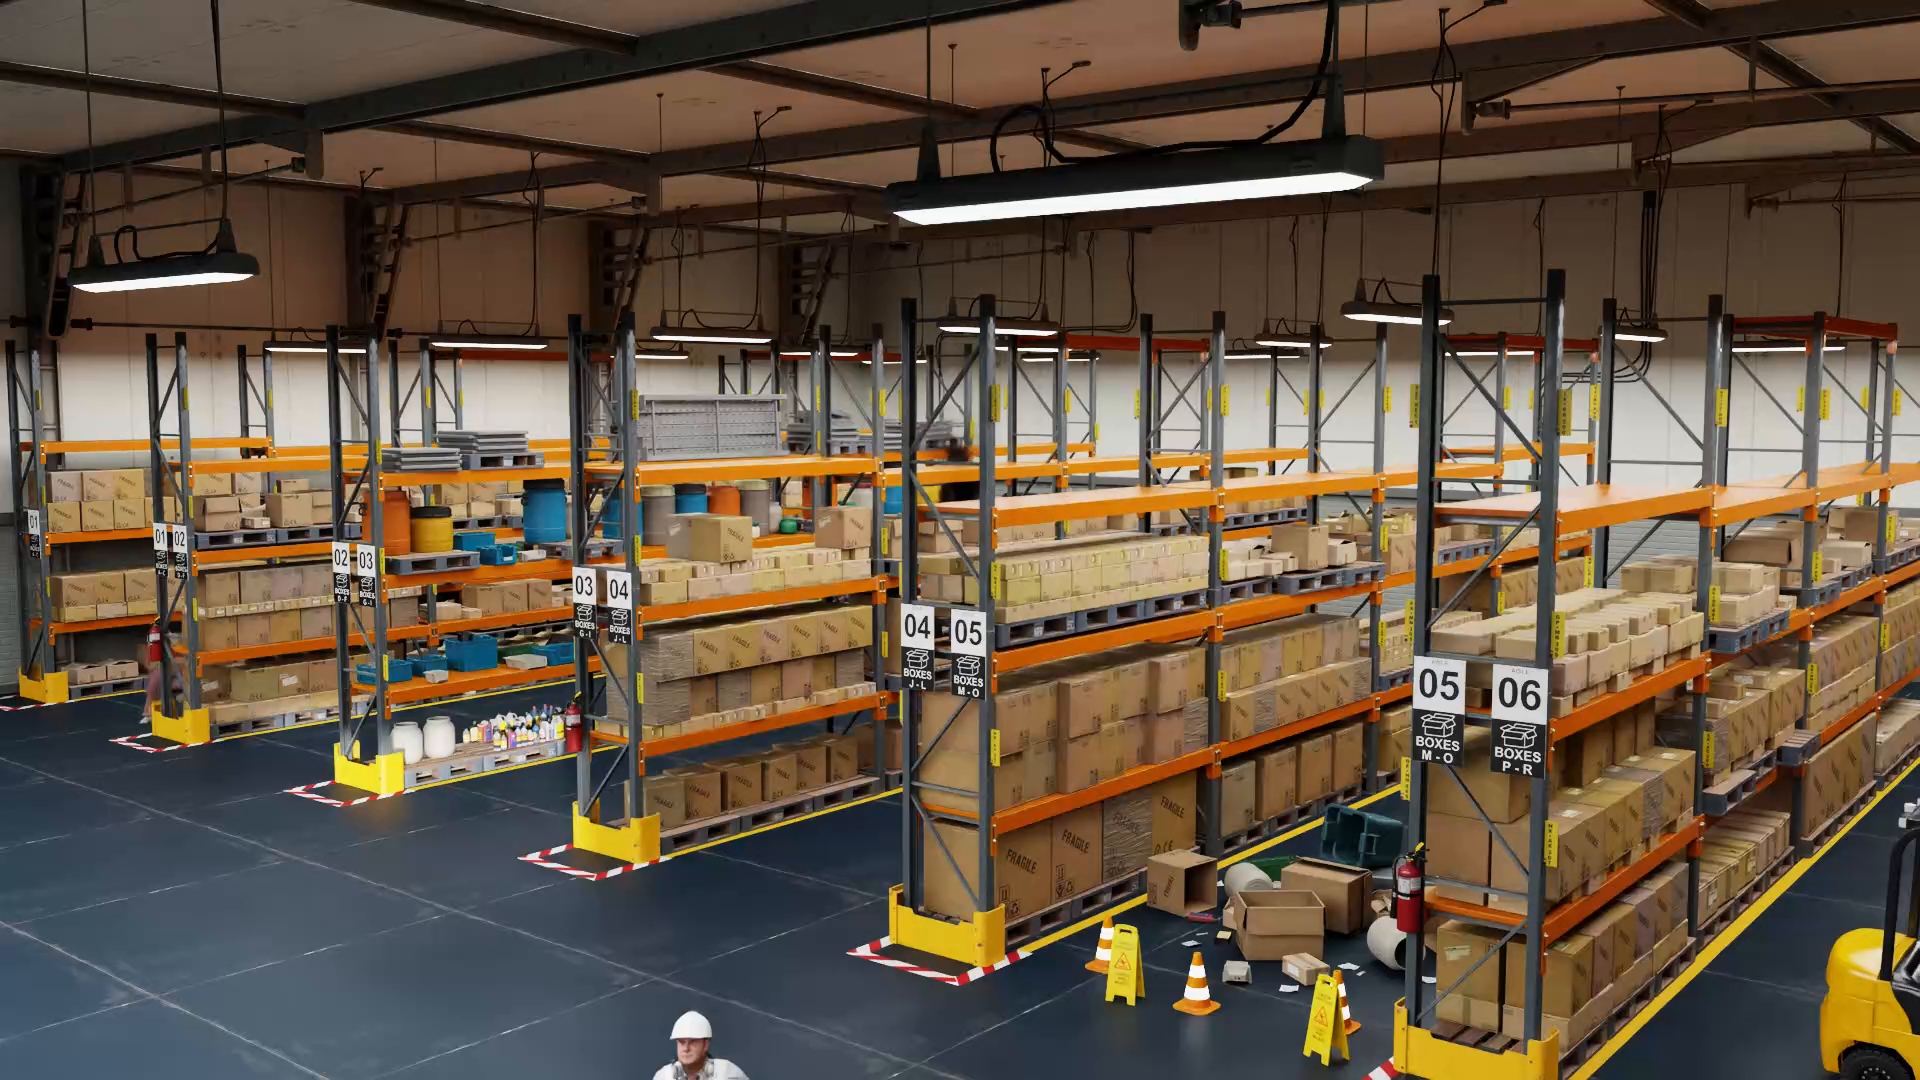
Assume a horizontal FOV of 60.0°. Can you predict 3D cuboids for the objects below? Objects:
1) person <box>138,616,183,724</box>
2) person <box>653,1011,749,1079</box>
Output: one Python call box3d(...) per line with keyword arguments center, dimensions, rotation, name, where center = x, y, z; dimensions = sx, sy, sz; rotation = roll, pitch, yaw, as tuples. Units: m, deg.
box3d(center=(-12.579, 2.015, 26.209), dimensions=(0.561, 1.652, 0.996), rotation=(2, 6, 25), name="person")
box3d(center=(-1.438, 3.477, 9.178), dimensions=(0.672, 1.731, 0.552), rotation=(0, 5, 0), name="person")
